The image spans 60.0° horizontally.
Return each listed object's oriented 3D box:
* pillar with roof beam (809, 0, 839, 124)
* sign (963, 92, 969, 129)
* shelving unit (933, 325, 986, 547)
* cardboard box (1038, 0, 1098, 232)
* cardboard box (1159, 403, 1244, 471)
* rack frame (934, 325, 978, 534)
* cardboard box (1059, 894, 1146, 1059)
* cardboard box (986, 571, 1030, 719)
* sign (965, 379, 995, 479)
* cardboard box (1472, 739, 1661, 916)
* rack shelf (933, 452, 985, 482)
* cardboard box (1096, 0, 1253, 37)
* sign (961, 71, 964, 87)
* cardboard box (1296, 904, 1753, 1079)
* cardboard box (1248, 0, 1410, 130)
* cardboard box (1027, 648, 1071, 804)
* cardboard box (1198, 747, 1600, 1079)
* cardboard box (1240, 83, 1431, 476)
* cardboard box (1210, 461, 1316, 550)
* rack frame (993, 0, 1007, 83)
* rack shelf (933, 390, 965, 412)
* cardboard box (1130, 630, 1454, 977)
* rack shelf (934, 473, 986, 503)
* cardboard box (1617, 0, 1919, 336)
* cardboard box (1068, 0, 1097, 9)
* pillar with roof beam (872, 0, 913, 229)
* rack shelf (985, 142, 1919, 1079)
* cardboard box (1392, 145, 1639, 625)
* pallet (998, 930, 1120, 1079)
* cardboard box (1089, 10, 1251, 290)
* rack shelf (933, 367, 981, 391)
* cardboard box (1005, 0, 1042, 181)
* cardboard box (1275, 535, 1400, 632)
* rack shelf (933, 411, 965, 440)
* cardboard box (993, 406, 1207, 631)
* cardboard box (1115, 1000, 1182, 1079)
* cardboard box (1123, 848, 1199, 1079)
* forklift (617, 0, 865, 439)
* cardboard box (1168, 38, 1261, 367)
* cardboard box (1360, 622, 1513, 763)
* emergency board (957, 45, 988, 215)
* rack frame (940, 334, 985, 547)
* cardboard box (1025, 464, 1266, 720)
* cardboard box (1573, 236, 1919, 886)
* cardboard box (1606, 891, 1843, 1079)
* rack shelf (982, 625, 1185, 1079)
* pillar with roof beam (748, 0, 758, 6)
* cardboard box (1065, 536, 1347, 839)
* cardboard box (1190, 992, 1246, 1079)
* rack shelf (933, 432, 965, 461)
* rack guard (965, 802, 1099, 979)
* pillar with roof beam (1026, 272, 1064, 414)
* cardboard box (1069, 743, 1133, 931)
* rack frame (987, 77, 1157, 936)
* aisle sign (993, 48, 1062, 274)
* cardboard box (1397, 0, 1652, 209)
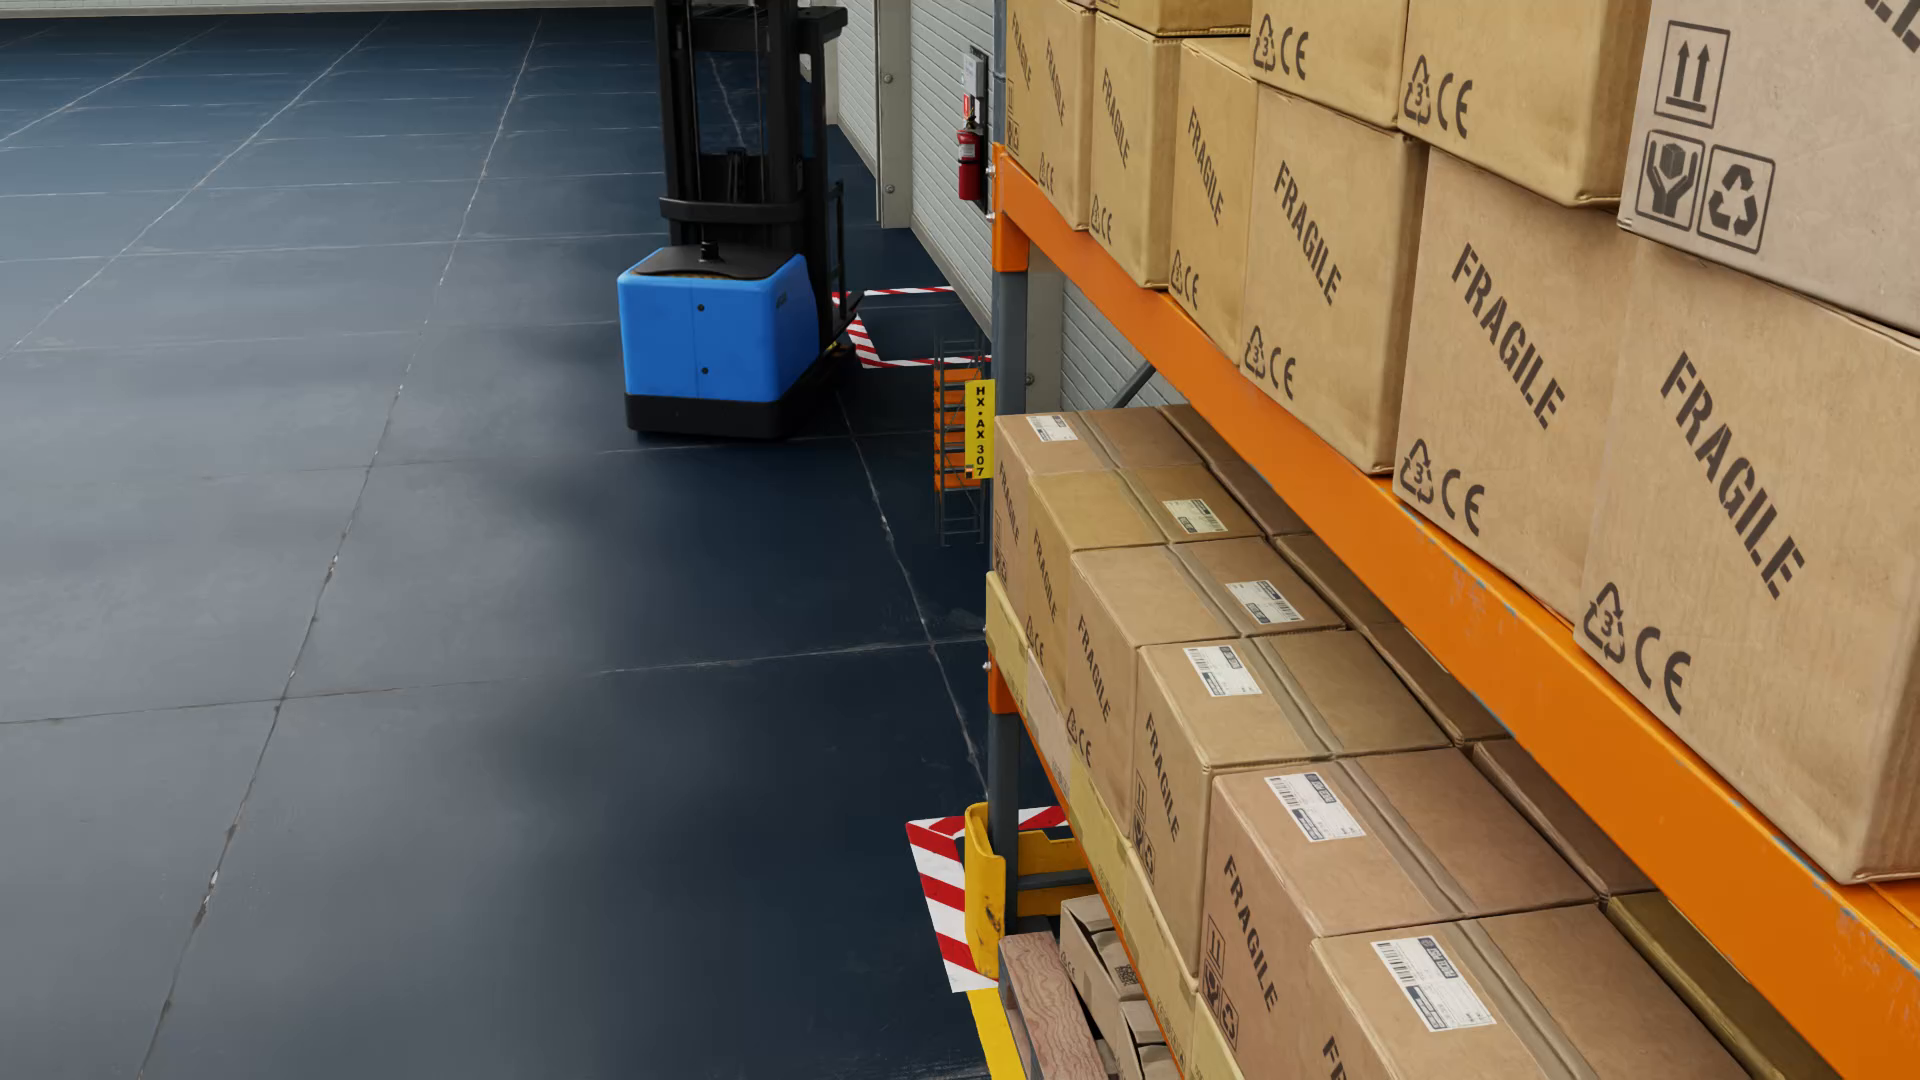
[{"bbox_3d":[-5.980,-9.288,19.274,9.100,9.000,0.400,-4,24,-10],"label":"pillar with roof beam"},{"bbox_3d":[0.049,-3.354,13.137,0.001,0.329,0.234,-4,24,-10],"label":"sign"},{"bbox_3d":[-0.003,-0.556,9.023,0.258,1.200,0.189,-4,24,-10],"label":"shelving unit"},{"bbox_3d":[0.480,-1.055,4.019,0.500,0.500,0.500,-3,24,-6],"label":"cardboard box"},{"bbox_3d":[0.895,-0.103,4.964,0.500,0.500,0.500,-5,24,-10],"label":"cardboard box"},{"bbox_3d":[-0.020,-0.592,9.105,0.240,1.200,0.006,-4,24,-10],"label":"rack frame"},{"bbox_3d":[0.639,1.321,5.288,0.500,0.311,0.500,-7,25,-16],"label":"cardboard box"},{"bbox_3d":[0.377,0.286,5.009,0.500,0.250,0.500,-5,24,-11],"label":"cardboard box"},{"bbox_3d":[0.066,-0.345,5.211,0.100,0.325,0.005,-4,24,-10],"label":"sign"},{"bbox_3d":[1.279,0.700,3.125,0.500,0.500,0.500,-4,24,-8],"label":"cardboard box"},{"bbox_3d":[-0.003,-0.405,9.089,0.258,0.103,0.180,-4,24,-10],"label":"rack shelf"},{"bbox_3d":[0.581,-1.305,3.344,0.500,0.500,0.500,-4,24,-8],"label":"cardboard box"},{"bbox_3d":[0.041,-3.594,13.025,0.001,0.109,0.331,-4,24,-10],"label":"sign"},{"bbox_3d":[0.850,0.941,2.572,0.500,0.500,0.500,-4,24,-10],"label":"cardboard box"},{"bbox_3d":[0.761,-0.900,2.415,0.500,0.500,0.500,-5,24,-12],"label":"cardboard box"},{"bbox_3d":[0.487,0.489,4.544,0.500,0.250,0.500,-5,24,-11],"label":"cardboard box"},{"bbox_3d":[0.767,0.743,3.027,0.500,0.500,0.500,-5,24,-11],"label":"cardboard box"},{"bbox_3d":[0.782,-0.440,2.613,0.500,0.500,0.500,-5,24,-12],"label":"cardboard box"},{"bbox_3d":[0.979,0.095,4.509,0.500,0.500,0.500,-4,24,-9],"label":"cardboard box"},{"bbox_3d":[0.599,-2.738,4.276,1.000,3.000,0.127,-4,24,-10],"label":"rack frame"},{"bbox_3d":[-0.003,-0.735,8.945,0.258,0.103,0.180,-4,24,-10],"label":"rack shelf"},{"bbox_3d":[0.670,0.538,3.496,0.500,0.500,0.500,-4,24,-8],"label":"cardboard box"},{"bbox_3d":[-0.003,-0.295,9.137,0.258,0.103,0.180,-4,24,-10],"label":"rack shelf"},{"bbox_3d":[0.980,-0.480,1.455,0.500,0.500,0.500,-6,24,-14],"label":"cardboard box"},{"bbox_3d":[0.475,-1.506,3.804,0.500,0.500,0.500,-5,24,-10],"label":"cardboard box"},{"bbox_3d":[-4.871,-6.928,13.870,9.100,9.000,0.400,-4,24,-10],"label":"pillar with roof beam"},{"bbox_3d":[0.969,-0.247,3.219,1.077,0.370,4.000,-4,24,-10],"label":"rack shelf"},{"bbox_3d":[0.922,-0.225,2.120,0.500,0.500,0.500,-6,24,-14],"label":"cardboard box"},{"bbox_3d":[0.729,1.641,5.229,1.003,0.211,1.213,-4,24,-10],"label":"pallet"},{"bbox_3d":[0.580,-0.851,3.552,0.500,0.500,0.500,-3,24,-7],"label":"cardboard box"},{"bbox_3d":[-0.003,-0.845,8.897,0.258,0.103,0.180,-4,24,-10],"label":"rack shelf"},{"bbox_3d":[0.415,-1.268,4.509,0.500,0.500,0.500,-4,24,-8],"label":"cardboard box"},{"bbox_3d":[1.078,0.299,4.044,0.500,0.500,0.500,-5,24,-11],"label":"cardboard box"},{"bbox_3d":[-0.003,-0.625,8.993,0.258,0.103,0.180,-4,24,-10],"label":"rack shelf"},{"bbox_3d":[0.392,-0.063,4.872,0.500,0.500,0.500,-4,24,-10],"label":"cardboard box"},{"bbox_3d":[0.744,1.545,4.775,0.500,0.311,0.500,-2,24,-5],"label":"cardboard box"},{"bbox_3d":[0.667,0.889,3.629,0.500,0.250,0.500,-4,24,-9],"label":"cardboard box"},{"bbox_3d":[-1.377,-2.544,11.414,1.130,2.935,3.031,4,24,10],"label":"forklift"},{"bbox_3d":[0.699,-0.641,3.073,0.500,0.500,0.500,-3,24,-6],"label":"cardboard box"},{"bbox_3d":[1.172,0.497,3.591,0.500,0.500,0.500,-4,24,-9],"label":"cardboard box"},{"bbox_3d":[0.050,-3.112,12.629,0.194,1.169,0.643,-4,24,-10],"label":"emergency board"},{"bbox_3d":[0.014,-0.520,8.940,0.240,1.200,0.006,-4,24,-10],"label":"rack frame"},{"bbox_3d":[0.474,0.132,4.425,0.500,0.500,0.500,-4,24,-10],"label":"cardboard box"},{"bbox_3d":[1.002,-0.026,1.665,0.500,0.500,0.500,-4,24,-8],"label":"cardboard box"},{"bbox_3d":[1.365,0.896,2.675,0.500,0.500,0.500,-4,24,-10],"label":"cardboard box"},{"bbox_3d":[0.969,1.128,3.819,1.077,0.370,4.000,-4,24,-10],"label":"rack shelf"},{"bbox_3d":[-8.199,-14.008,30.081,9.100,9.000,0.400,-4,24,-10],"label":"pillar with roof beam"},{"bbox_3d":[0.563,0.336,3.959,0.500,0.500,0.500,-5,24,-11],"label":"cardboard box"},{"bbox_3d":[0.761,1.087,3.176,0.500,0.250,0.500,-4,24,-10],"label":"cardboard box"},{"bbox_3d":[-0.003,-0.515,9.041,0.258,0.103,0.180,-4,24,-10],"label":"rack shelf"},{"bbox_3d":[0.613,1.187,5.909,1.175,0.500,0.348,-4,24,-10],"label":"rack guard"},{"bbox_3d":[-3.762,-4.568,8.466,9.100,9.000,0.400,-4,24,-10],"label":"pillar with roof beam"},{"bbox_3d":[0.576,0.690,4.084,0.500,0.250,0.500,-5,24,-11],"label":"cardboard box"},{"bbox_3d":[0.599,0.011,5.477,1.000,3.000,0.127,-4,24,-10],"label":"rack frame"},{"bbox_3d":[0.291,-1.186,4.970,0.394,0.787,0.004,-4,24,-10],"label":"aisle sign"},{"bbox_3d":[0.867,-0.696,1.950,0.500,0.500,0.500,-3,24,-7],"label":"cardboard box"}]
